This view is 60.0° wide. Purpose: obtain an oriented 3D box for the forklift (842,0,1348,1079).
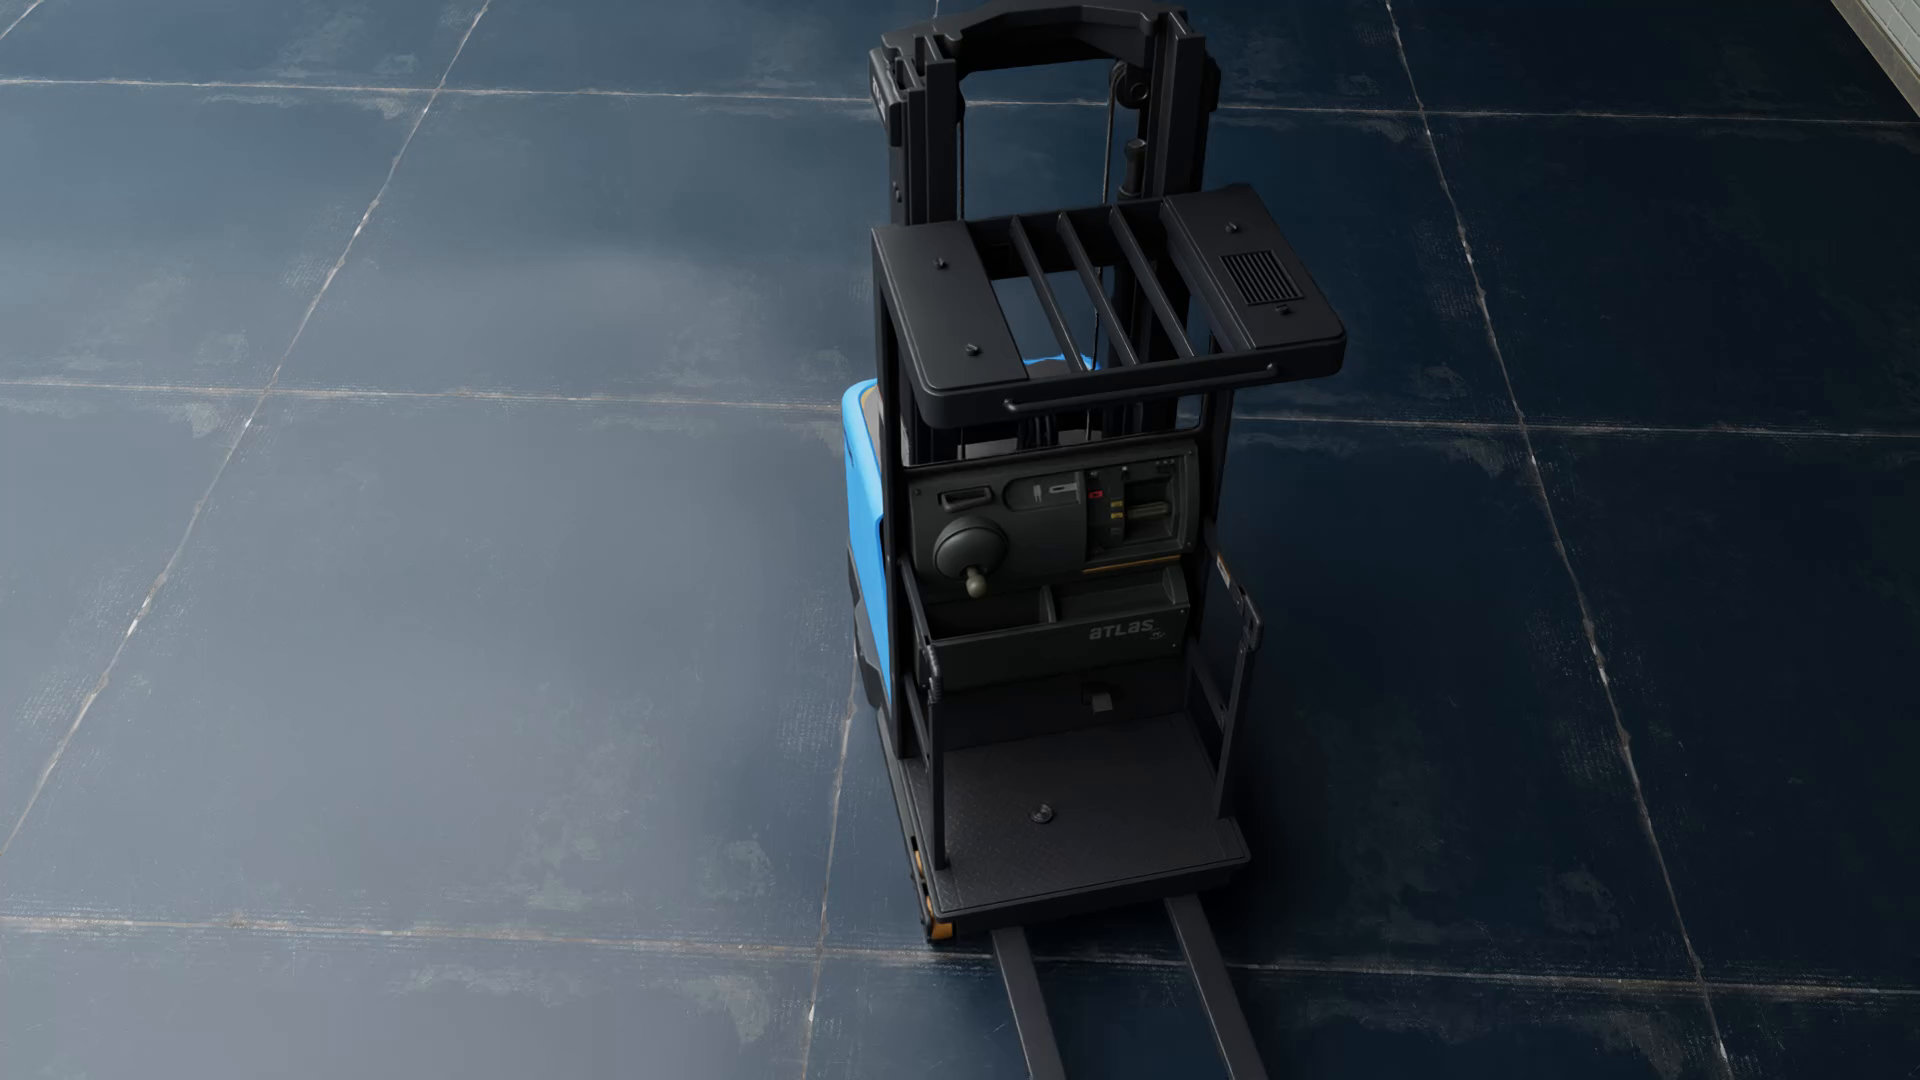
[{"bbox_3d":[0.352,0.024,5.073,1.130,2.935,3.031,-8,44,-9],"label":"forklift"}]
